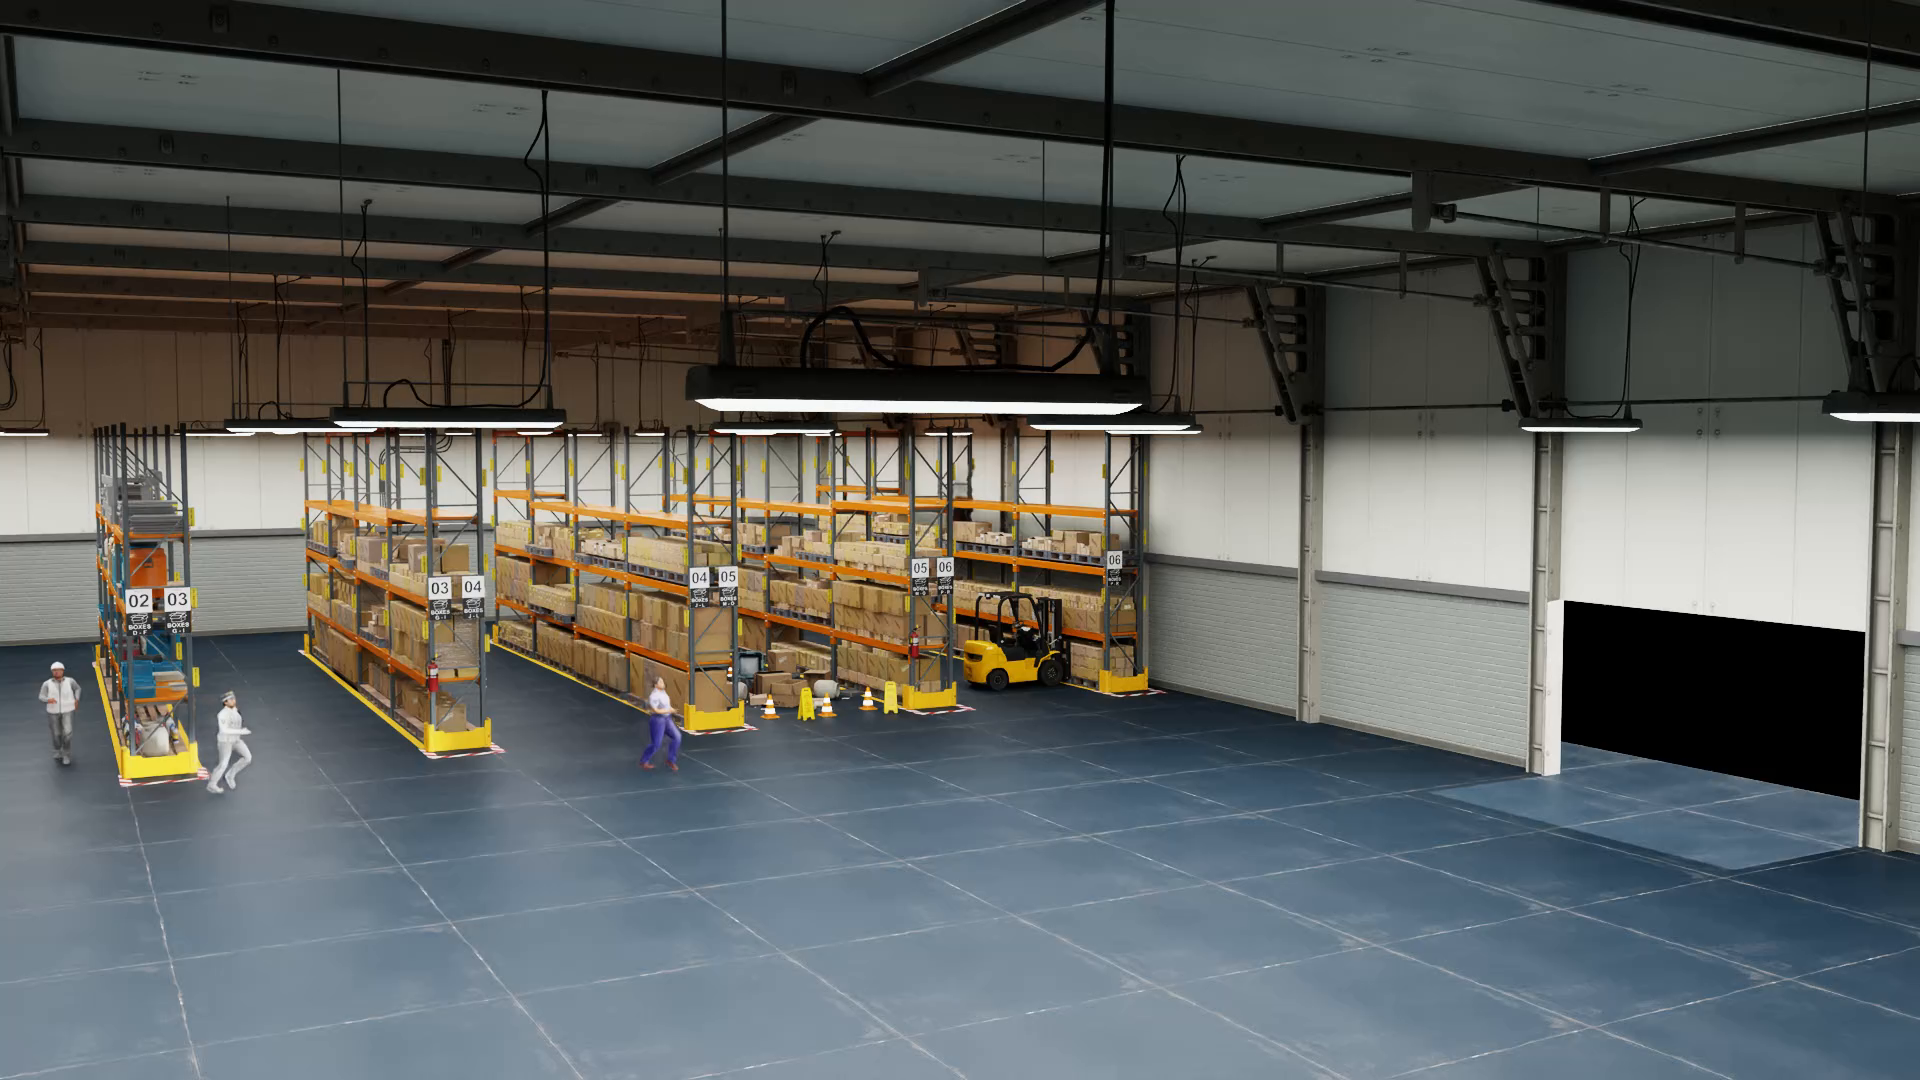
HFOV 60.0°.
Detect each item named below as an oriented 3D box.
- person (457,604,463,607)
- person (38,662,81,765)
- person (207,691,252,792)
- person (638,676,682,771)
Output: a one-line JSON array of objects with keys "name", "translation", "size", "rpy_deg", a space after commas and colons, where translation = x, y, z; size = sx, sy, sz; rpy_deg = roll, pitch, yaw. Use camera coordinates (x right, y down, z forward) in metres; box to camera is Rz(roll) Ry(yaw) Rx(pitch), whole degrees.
[{"name": "person", "translation": [-14.377, 2.053, 46.904], "size": [0.757, 1.676, 0.598], "rpy_deg": [3, 5, 41]}, {"name": "person", "translation": [-15.945, 3.067, 29.465], "size": [0.658, 1.819, 0.734], "rpy_deg": [-2, 4, -25]}, {"name": "person", "translation": [-11.780, 3.248, 26.901], "size": [0.759, 1.647, 0.631], "rpy_deg": [1, 4, 12]}, {"name": "person", "translation": [-5.191, 3.187, 28.748], "size": [0.733, 1.683, 0.608], "rpy_deg": [1, 4, 14]}]
